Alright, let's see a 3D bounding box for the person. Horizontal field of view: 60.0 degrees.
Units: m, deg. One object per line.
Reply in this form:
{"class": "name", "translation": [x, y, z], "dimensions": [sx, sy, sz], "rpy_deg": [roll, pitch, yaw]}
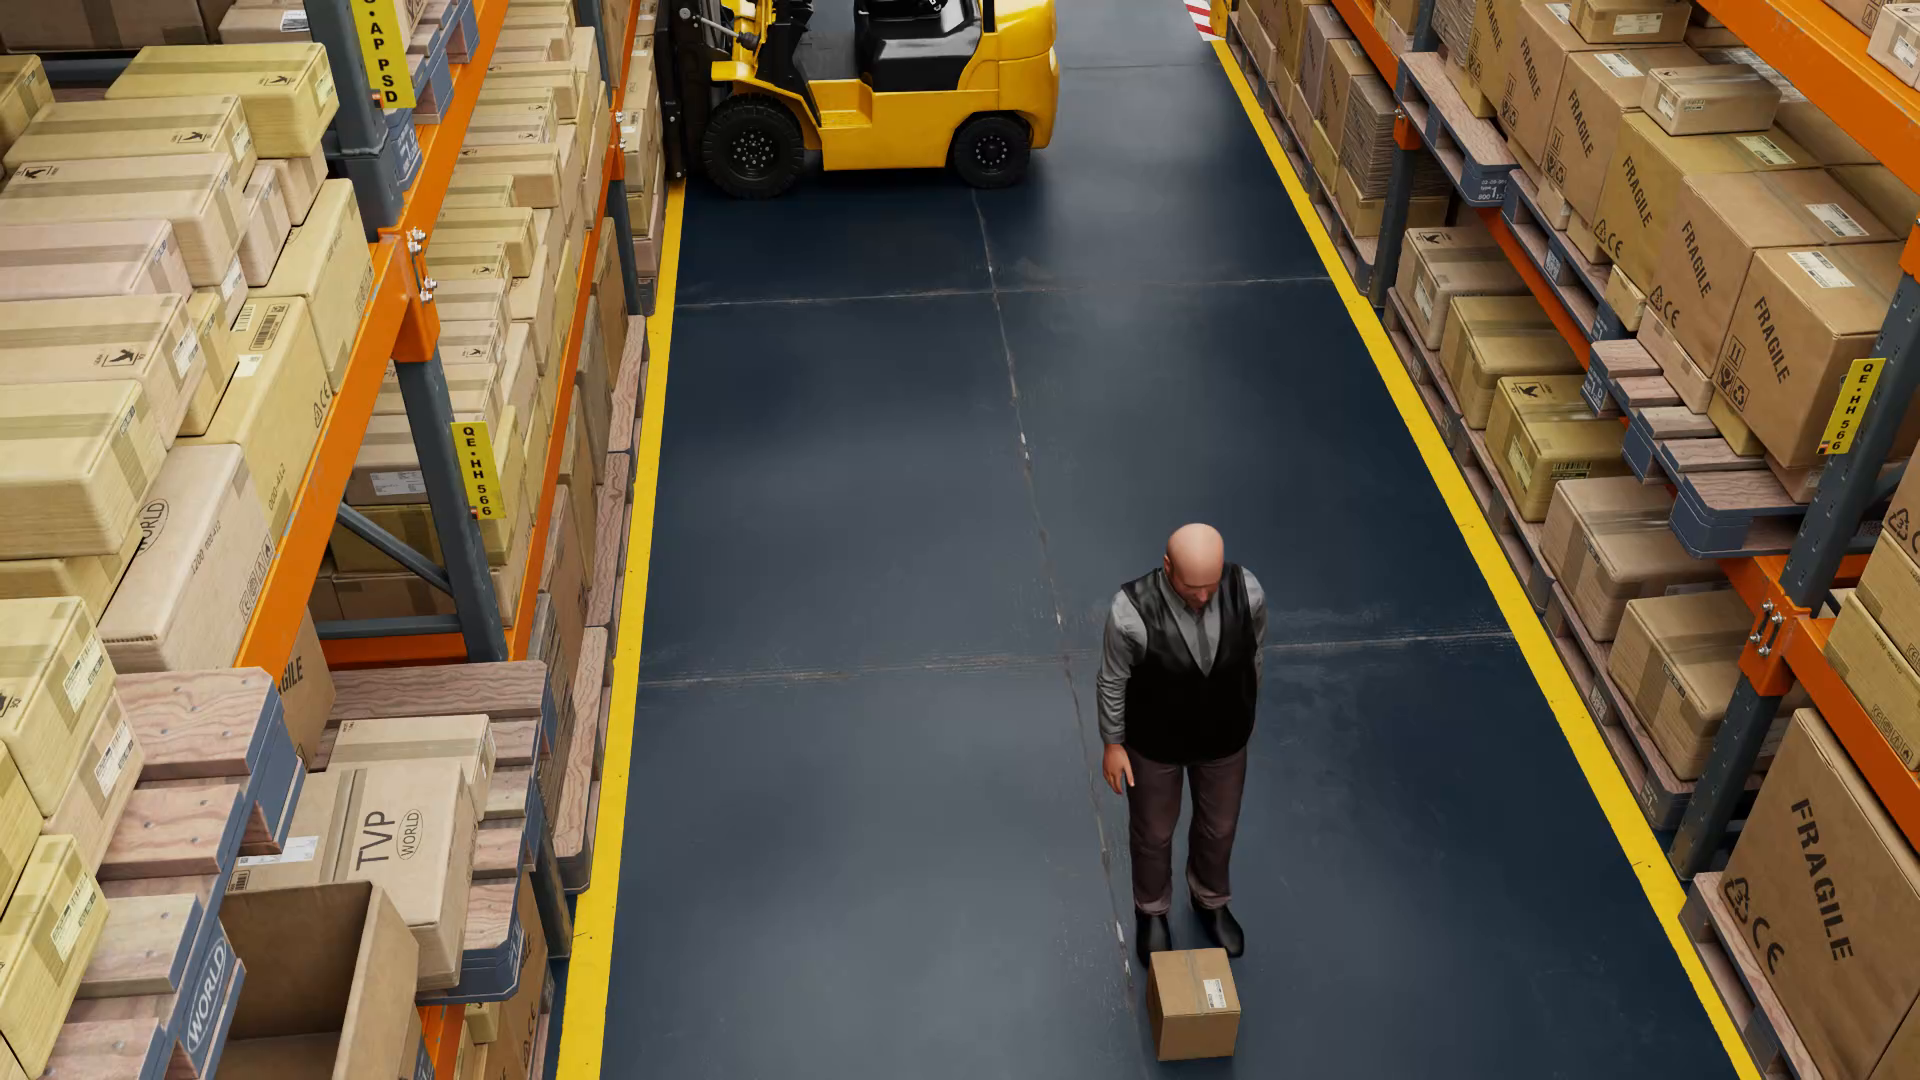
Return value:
{"class": "person", "translation": [0.715, 0.673, 5.333], "dimensions": [0.557, 1.752, 0.446], "rpy_deg": [-7, 39, -9]}
